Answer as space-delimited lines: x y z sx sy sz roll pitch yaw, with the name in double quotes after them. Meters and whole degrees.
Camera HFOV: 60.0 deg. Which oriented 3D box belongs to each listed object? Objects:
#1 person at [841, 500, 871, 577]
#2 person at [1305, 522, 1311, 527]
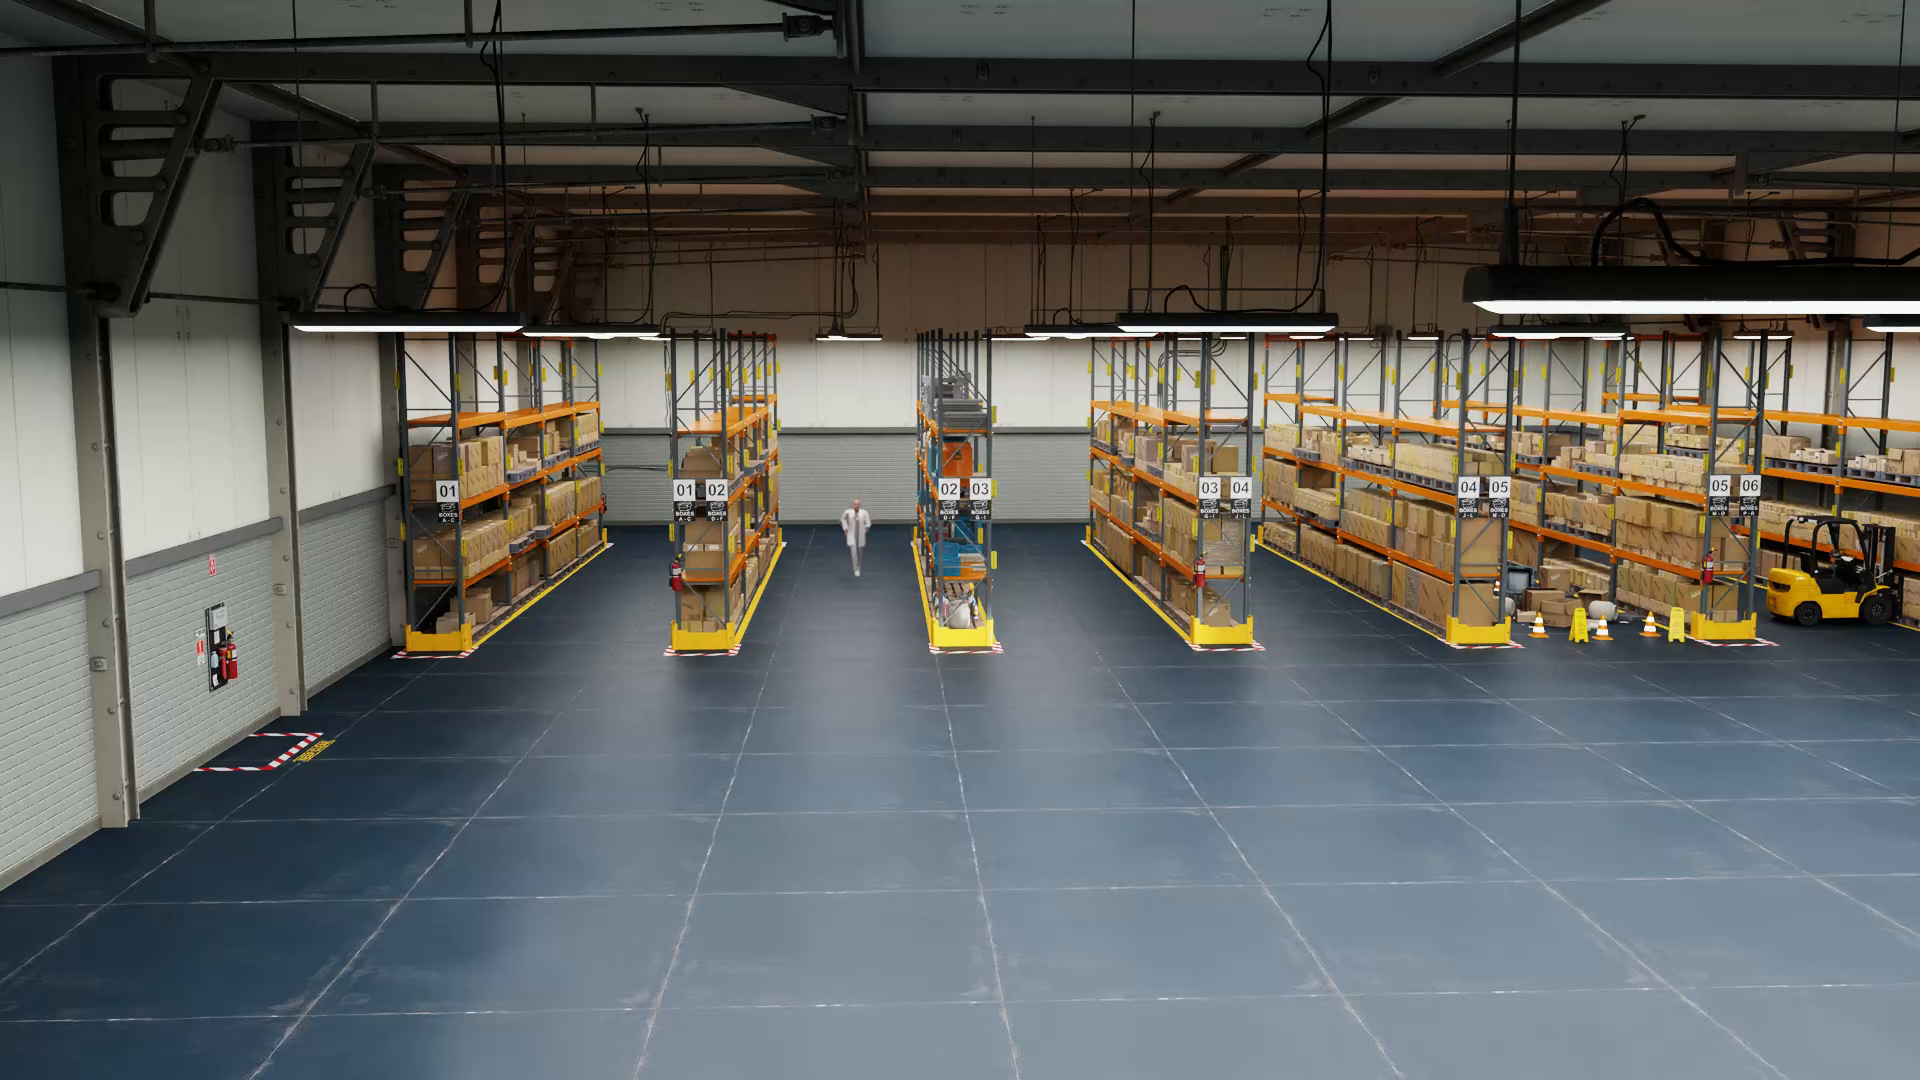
-2.465 -0.075 39.477 0.687 1.789 0.934 -1 7 -9 "person"
10.290 -0.834 48.735 0.645 1.624 0.855 -4 8 -30 "person"
